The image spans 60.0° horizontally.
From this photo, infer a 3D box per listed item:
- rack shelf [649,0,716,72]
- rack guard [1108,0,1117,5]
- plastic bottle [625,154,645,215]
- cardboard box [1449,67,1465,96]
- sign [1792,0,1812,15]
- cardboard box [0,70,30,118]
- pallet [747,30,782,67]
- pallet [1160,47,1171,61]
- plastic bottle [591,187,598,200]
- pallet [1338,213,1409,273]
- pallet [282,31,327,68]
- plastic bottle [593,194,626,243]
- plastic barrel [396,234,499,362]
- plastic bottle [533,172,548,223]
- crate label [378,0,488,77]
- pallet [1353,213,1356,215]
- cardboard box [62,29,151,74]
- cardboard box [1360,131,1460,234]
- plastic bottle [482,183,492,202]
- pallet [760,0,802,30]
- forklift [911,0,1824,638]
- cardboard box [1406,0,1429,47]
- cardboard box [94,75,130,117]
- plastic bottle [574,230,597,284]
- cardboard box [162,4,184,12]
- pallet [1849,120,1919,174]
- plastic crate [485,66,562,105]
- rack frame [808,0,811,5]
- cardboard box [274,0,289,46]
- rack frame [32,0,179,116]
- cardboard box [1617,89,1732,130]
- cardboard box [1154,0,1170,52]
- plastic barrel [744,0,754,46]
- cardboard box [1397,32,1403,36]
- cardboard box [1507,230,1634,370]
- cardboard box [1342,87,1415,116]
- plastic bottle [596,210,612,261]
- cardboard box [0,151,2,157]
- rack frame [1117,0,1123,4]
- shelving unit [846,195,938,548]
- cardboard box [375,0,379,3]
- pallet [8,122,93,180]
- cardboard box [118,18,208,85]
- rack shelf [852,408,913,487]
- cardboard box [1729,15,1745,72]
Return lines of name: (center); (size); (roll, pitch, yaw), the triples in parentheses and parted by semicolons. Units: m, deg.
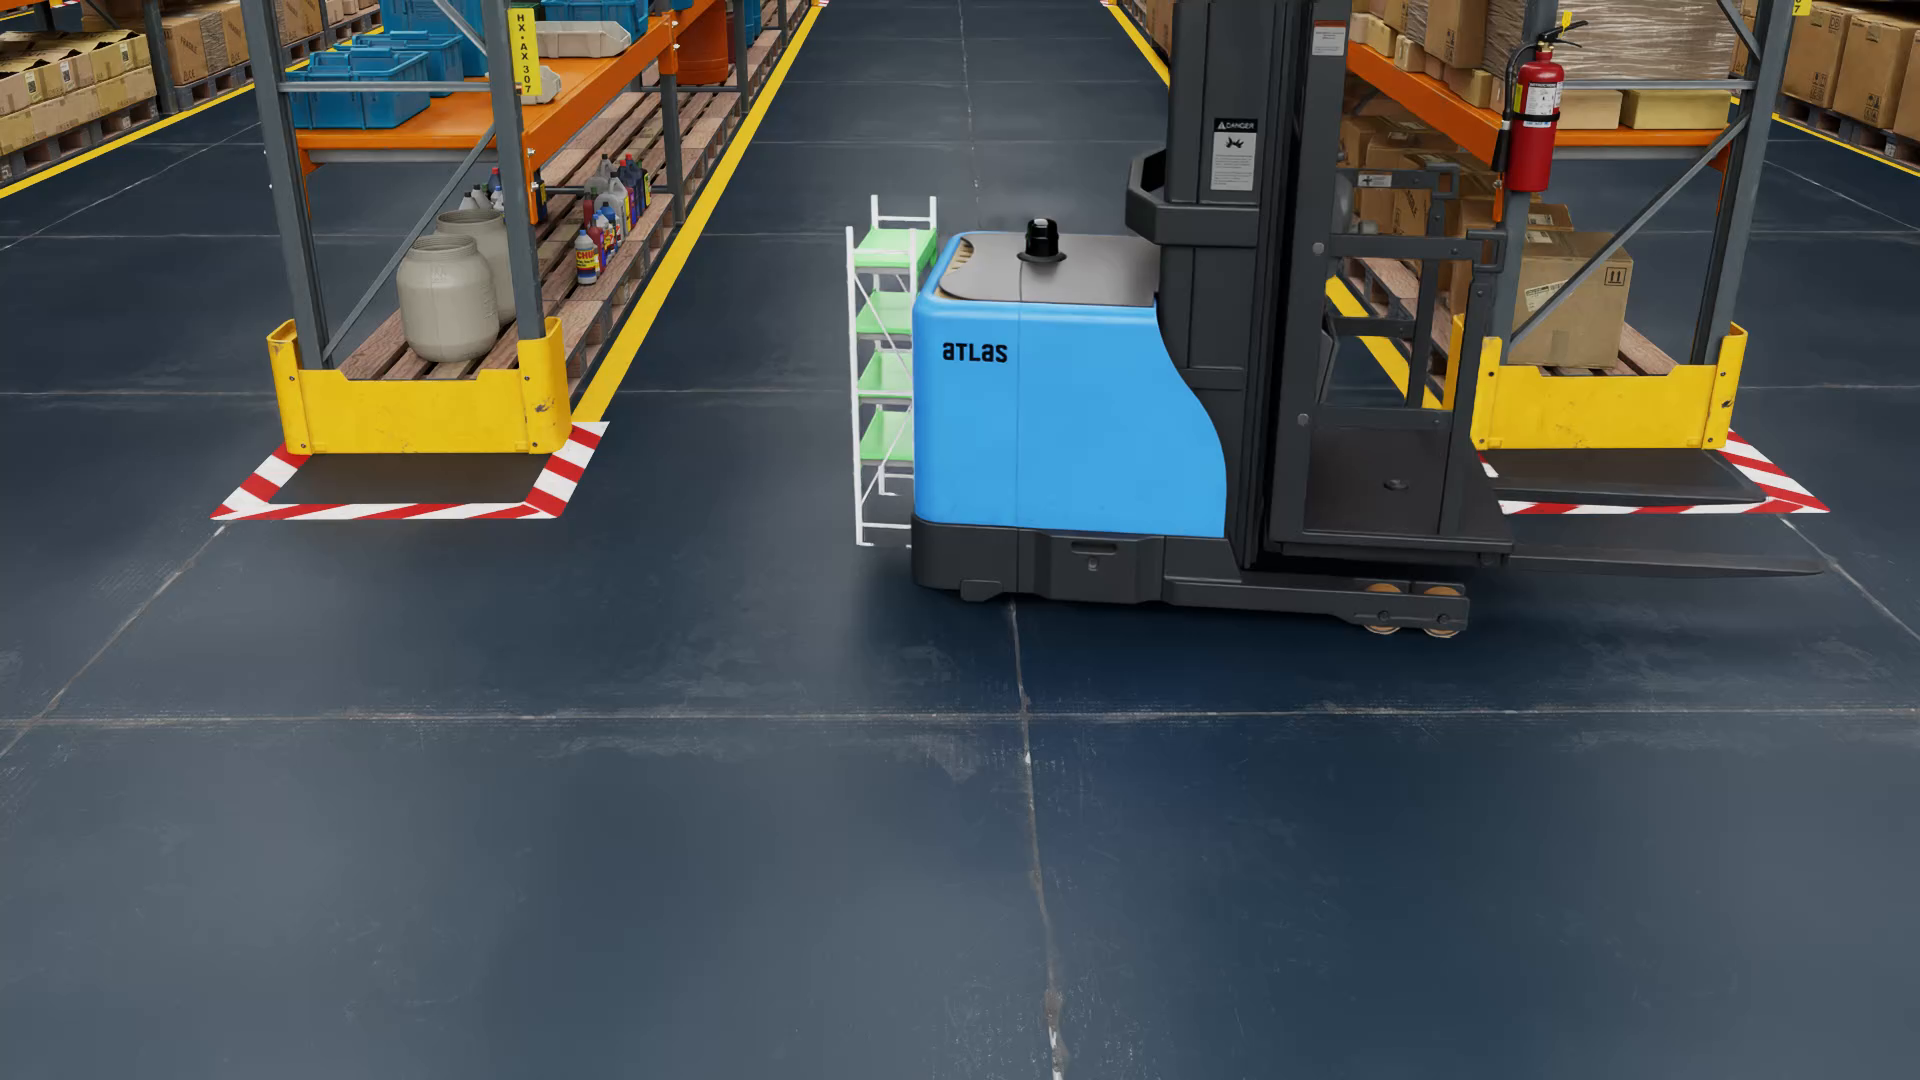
rack shelf: (-2.308, -3.916, 12.141); (1.077, 0.370, 4.000); (0, 24, -1)
rack guard: (2.535, -7.257, 21.689); (1.175, 0.500, 0.348); (0, 24, -1)
plastic bottle: (-1.991, -2.149, 10.041); (0.144, 0.351, 0.185); (-1, 24, -2)
cardboard box: (2.457, -2.104, 7.567); (0.380, 0.149, 0.250); (0, 24, -1)
sign: (3.252, -2.190, 6.402); (0.100, 0.325, 0.005); (0, 24, -1)
cardboard box: (-7.002, -3.184, 11.796); (0.500, 0.311, 0.500); (-1, 24, -2)
pallet: (-2.407, -5.127, 17.330); (1.003, 0.211, 1.213); (0, 24, -1)
pallet: (2.663, -5.150, 17.380); (1.003, 0.211, 1.213); (0, 24, -1)
plastic bottle: (-2.088, -1.895, 9.562); (0.061, 0.283, 0.133); (0, 24, -1)
pallet: (2.709, -1.894, 10.182); (1.003, 0.211, 1.213); (0, 24, -1)
pallet: (-7.280, -5.089, 17.247); (1.003, 0.211, 1.213); (0, 24, -1)
plastic bottle: (-1.988, -1.835, 9.440); (0.152, 0.276, 0.135); (0, 24, 0)
plastic barrel: (-2.326, -1.100, 7.551); (0.421, 0.512, 0.421); (0, 24, 0)
plastic bottle: (-2.548, -2.079, 9.887); (0.144, 0.351, 0.185); (0, 24, -1)
crate label: (-2.533, -2.544, 8.193); (0.502, 0.435, 0.616); (0, 24, -1)
pallet: (2.656, -2.492, 11.503); (1.003, 0.211, 1.213); (0, 24, -1)
cardboard box: (-7.031, -4.026, 13.658); (0.500, 0.311, 0.500); (0, 24, 1)
cardboard box: (2.644, -2.093, 9.761); (0.500, 0.500, 0.500); (8, 25, 16)
plastic bottle: (-2.730, -1.902, 9.577); (0.061, 0.283, 0.133); (1, 24, 2)
pallet: (-2.437, -6.252, 19.817); (1.003, 0.211, 1.213); (0, 24, -1)
forklift: (1.388, -1.244, 5.443); (3.031, 2.935, 1.130); (3, 25, 7)
cardboard box: (2.644, -2.613, 7.905); (0.875, 0.500, 0.500); (0, 24, -1)
cardboard box: (-7.024, -3.557, 13.302); (0.500, 0.250, 0.500); (-1, 24, -1)
plastic bottle: (-1.951, -1.477, 8.652); (0.097, 0.271, 0.097); (0, 24, 0)
cardboard box: (-7.533, -4.706, 15.514); (0.500, 0.500, 0.500); (-1, 24, -2)
pallet: (7.527, -2.973, 12.568); (1.003, 0.211, 1.213); (0, 24, -1)
plastic crate: (-1.931, -2.021, 7.399); (0.298, 0.136, 0.250); (0, 24, -1)
rack frame: (-2.417, -8.364, 21.103); (1.000, 3.000, 0.127); (0, 24, -1)
cardboard box: (-7.033, -5.144, 16.483); (0.500, 0.500, 0.500); (0, 24, 0)
rack frame: (-7.283, -5.047, 13.769); (1.000, 3.000, 0.127); (0, 24, -1)
cardboard box: (2.945, -1.797, 6.889); (0.380, 0.149, 0.250); (0, 24, -1)
cardboard box: (2.616, -5.329, 16.462); (1.225, 0.875, 0.875); (-1, 24, -2)
plastic barrel: (-2.377, -5.435, 16.664); (0.600, 0.901, 0.708); (0, 24, -1)
cardboard box: (2.446, -2.516, 8.478); (0.380, 0.149, 0.250); (0, 24, -1)
cardboard box: (2.720, -1.103, 7.573); (0.500, 0.500, 0.500); (4, 25, 9)
cardboard box: (2.681, -2.756, 11.203); (0.700, 0.500, 0.500); (-2, 24, -5)
plastic bottle: (-1.956, -1.659, 9.056); (0.097, 0.271, 0.097); (0, 24, 0)
cardboard box: (-7.000, -2.715, 11.440); (0.500, 0.250, 0.500); (0, 24, 1)
rack frame: (2.535, -8.386, 21.152); (1.000, 3.000, 0.127); (0, 24, -1)
shelving unit: (-0.237, -0.624, 6.172); (0.258, 1.200, 0.503); (3, 24, 7)
cardboard box: (-7.138, -6.676, 20.175); (0.500, 0.250, 0.500); (0, 24, -1)
pallet: (-7.303, -2.935, 12.484); (1.003, 0.211, 1.213); (0, 24, -1)
cardboard box: (-7.002, -4.297, 14.611); (0.500, 0.500, 0.500); (1, 24, 2)
rack shelf: (-0.236, -0.347, 6.297); (0.258, 0.148, 0.480); (3, 24, 7)
cardboard box: (7.313, -4.607, 15.320); (0.500, 0.500, 0.500); (1, 24, 2)
